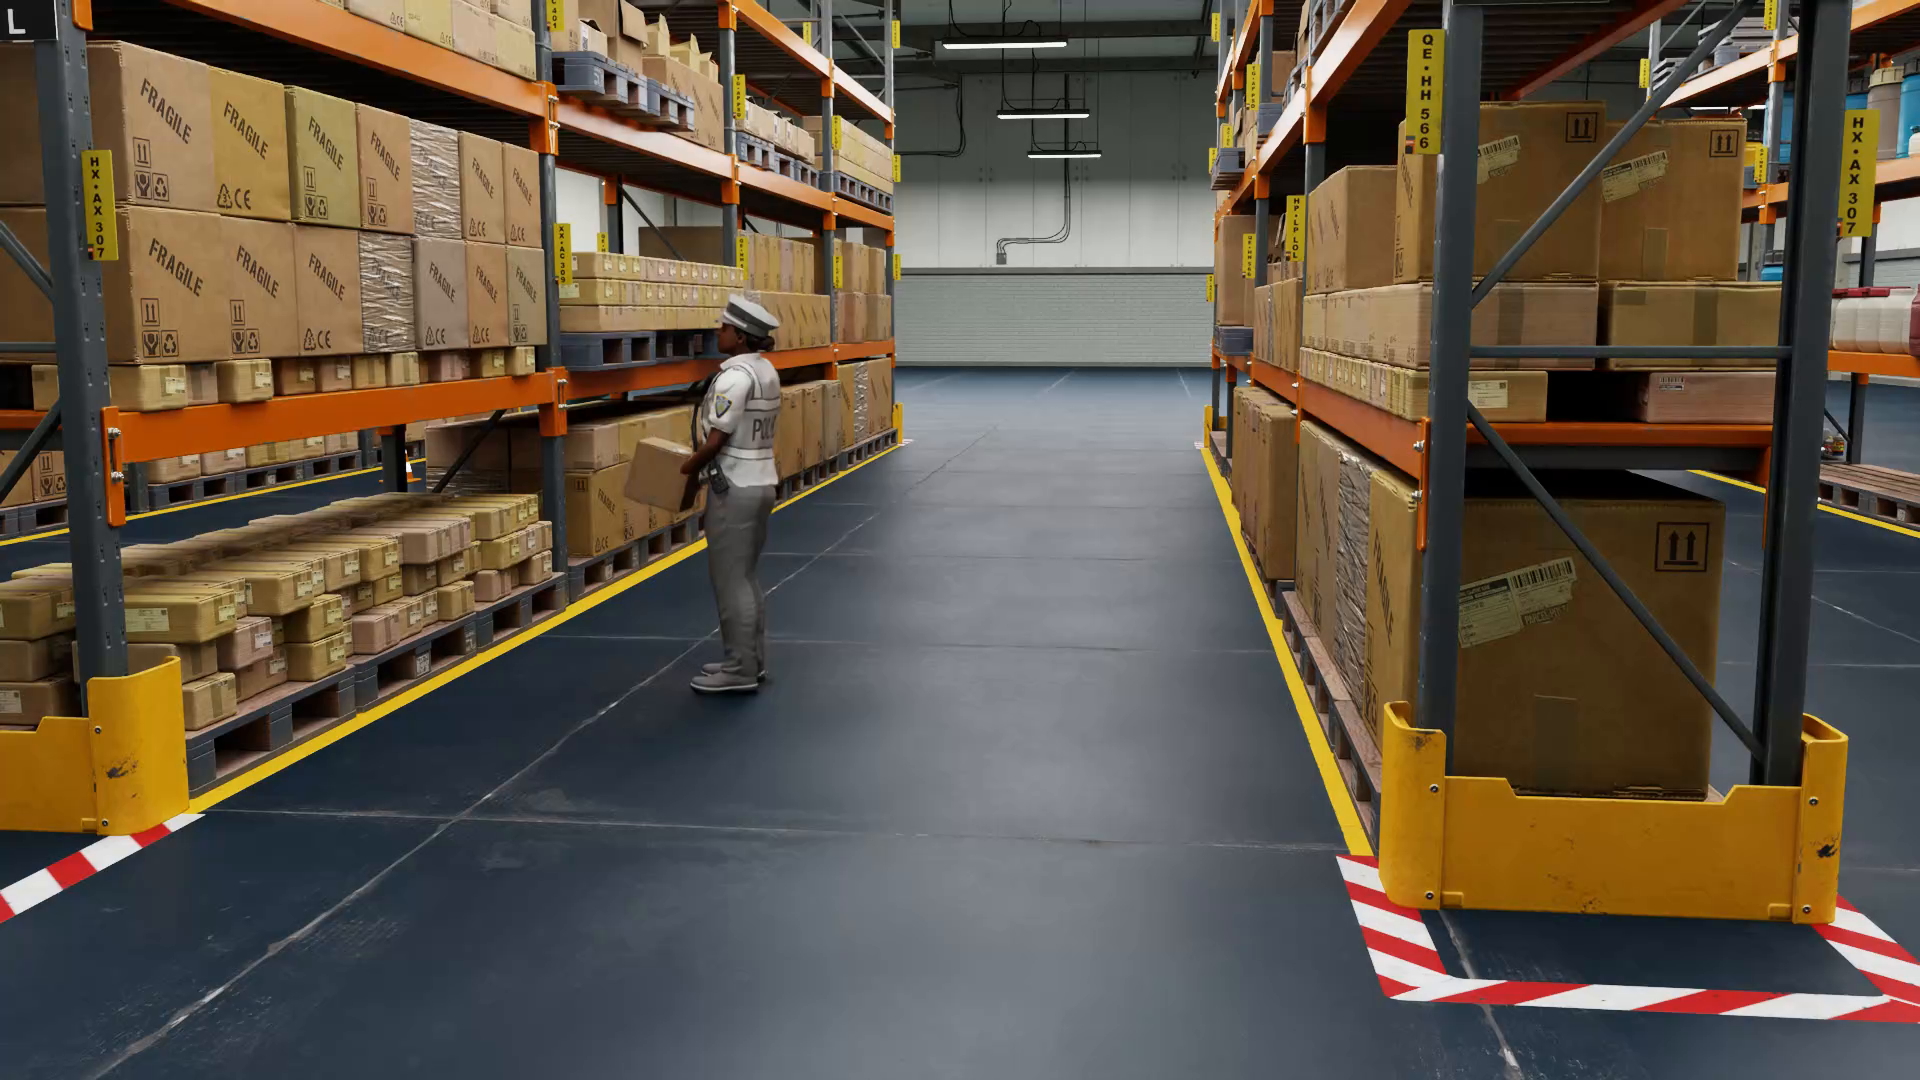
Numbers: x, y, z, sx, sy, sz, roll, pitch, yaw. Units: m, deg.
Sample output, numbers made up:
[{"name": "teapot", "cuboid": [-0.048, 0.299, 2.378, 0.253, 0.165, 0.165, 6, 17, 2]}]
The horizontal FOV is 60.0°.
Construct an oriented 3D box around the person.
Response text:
[{"name": "person", "cuboid": [-1.016, -0.203, 7.151, 0.519, 1.702, 0.461, 2, 8, 13]}]
